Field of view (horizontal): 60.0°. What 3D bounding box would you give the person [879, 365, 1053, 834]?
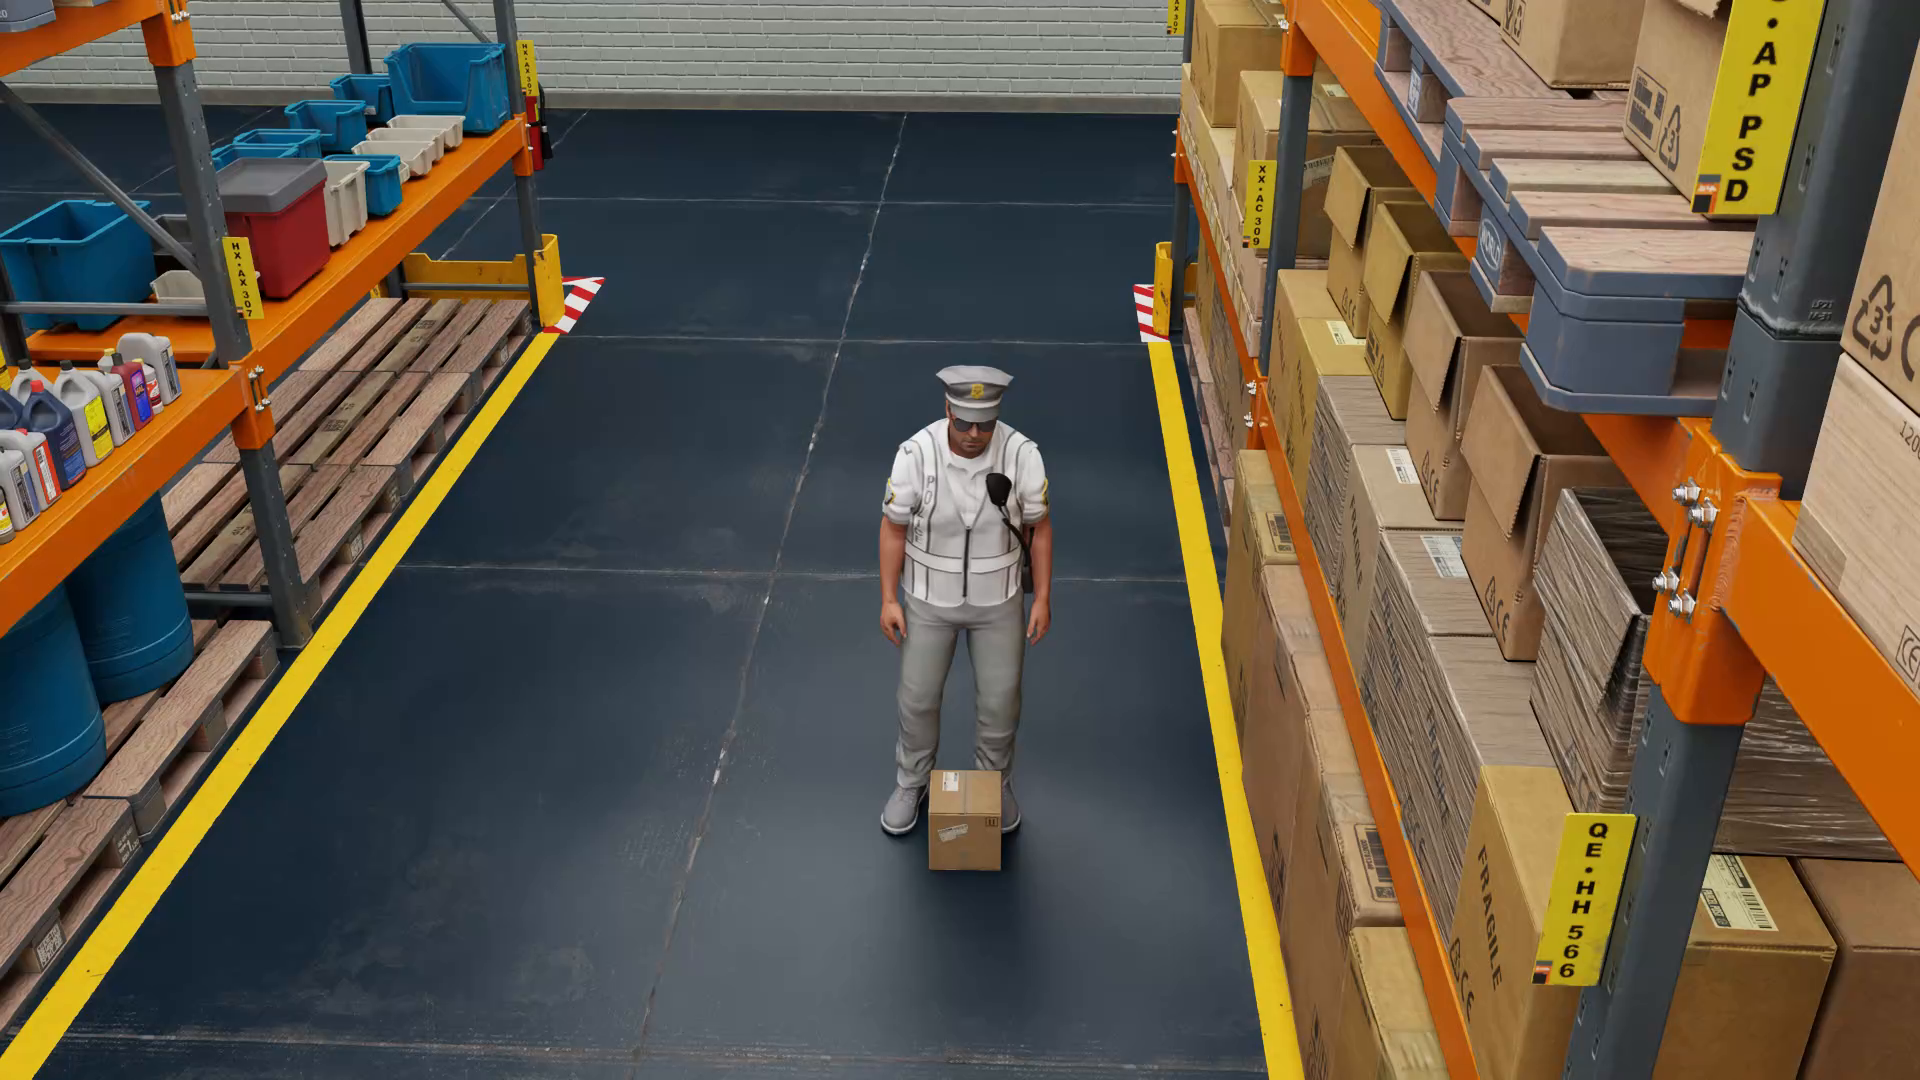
[{"bbox_3d":[0.014,0.193,5.744,0.606,1.751,0.429,-1,28,-1],"label":"person"}]
